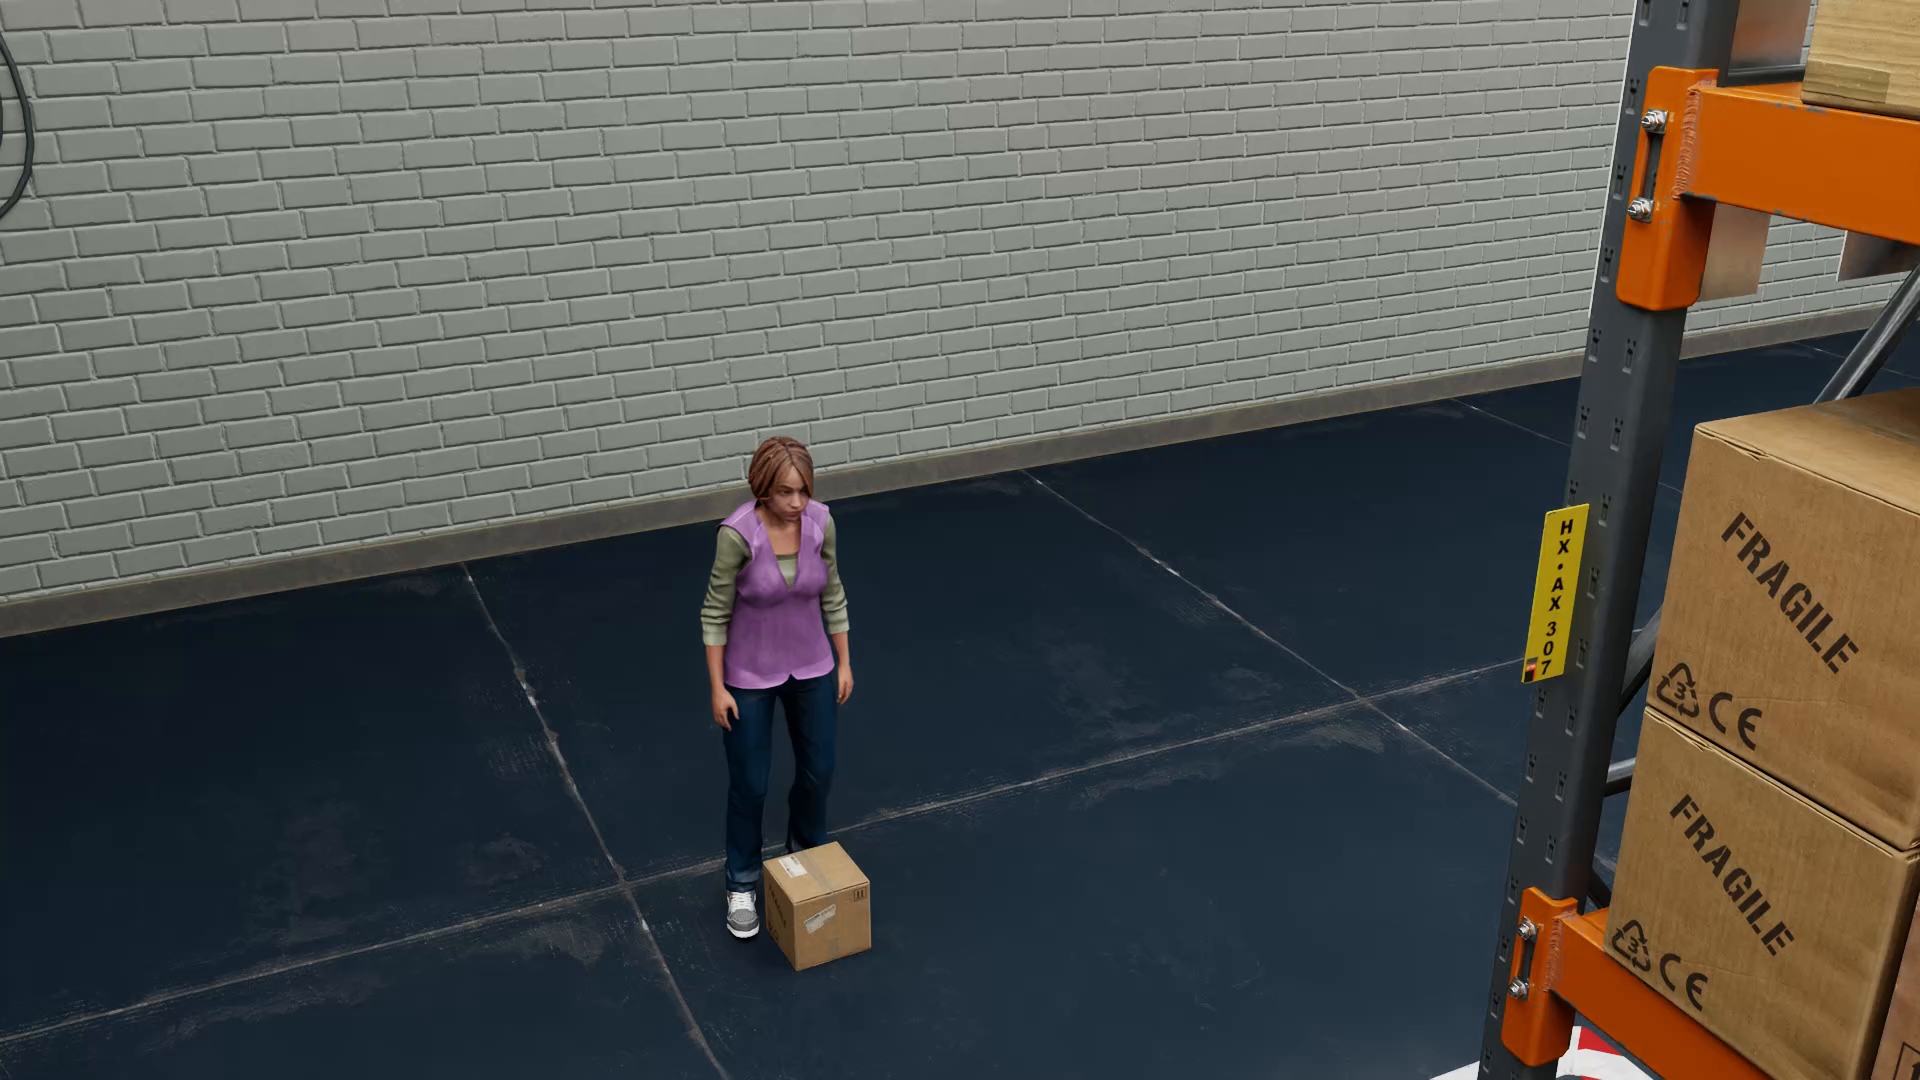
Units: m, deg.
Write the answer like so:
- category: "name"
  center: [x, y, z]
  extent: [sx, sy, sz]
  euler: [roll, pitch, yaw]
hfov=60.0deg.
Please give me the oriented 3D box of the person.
- category: "person"
  center: [-0.548, 0.429, 5.070]
  extent: [0.472, 1.593, 0.350]
  euler: [-11, 25, -25]
